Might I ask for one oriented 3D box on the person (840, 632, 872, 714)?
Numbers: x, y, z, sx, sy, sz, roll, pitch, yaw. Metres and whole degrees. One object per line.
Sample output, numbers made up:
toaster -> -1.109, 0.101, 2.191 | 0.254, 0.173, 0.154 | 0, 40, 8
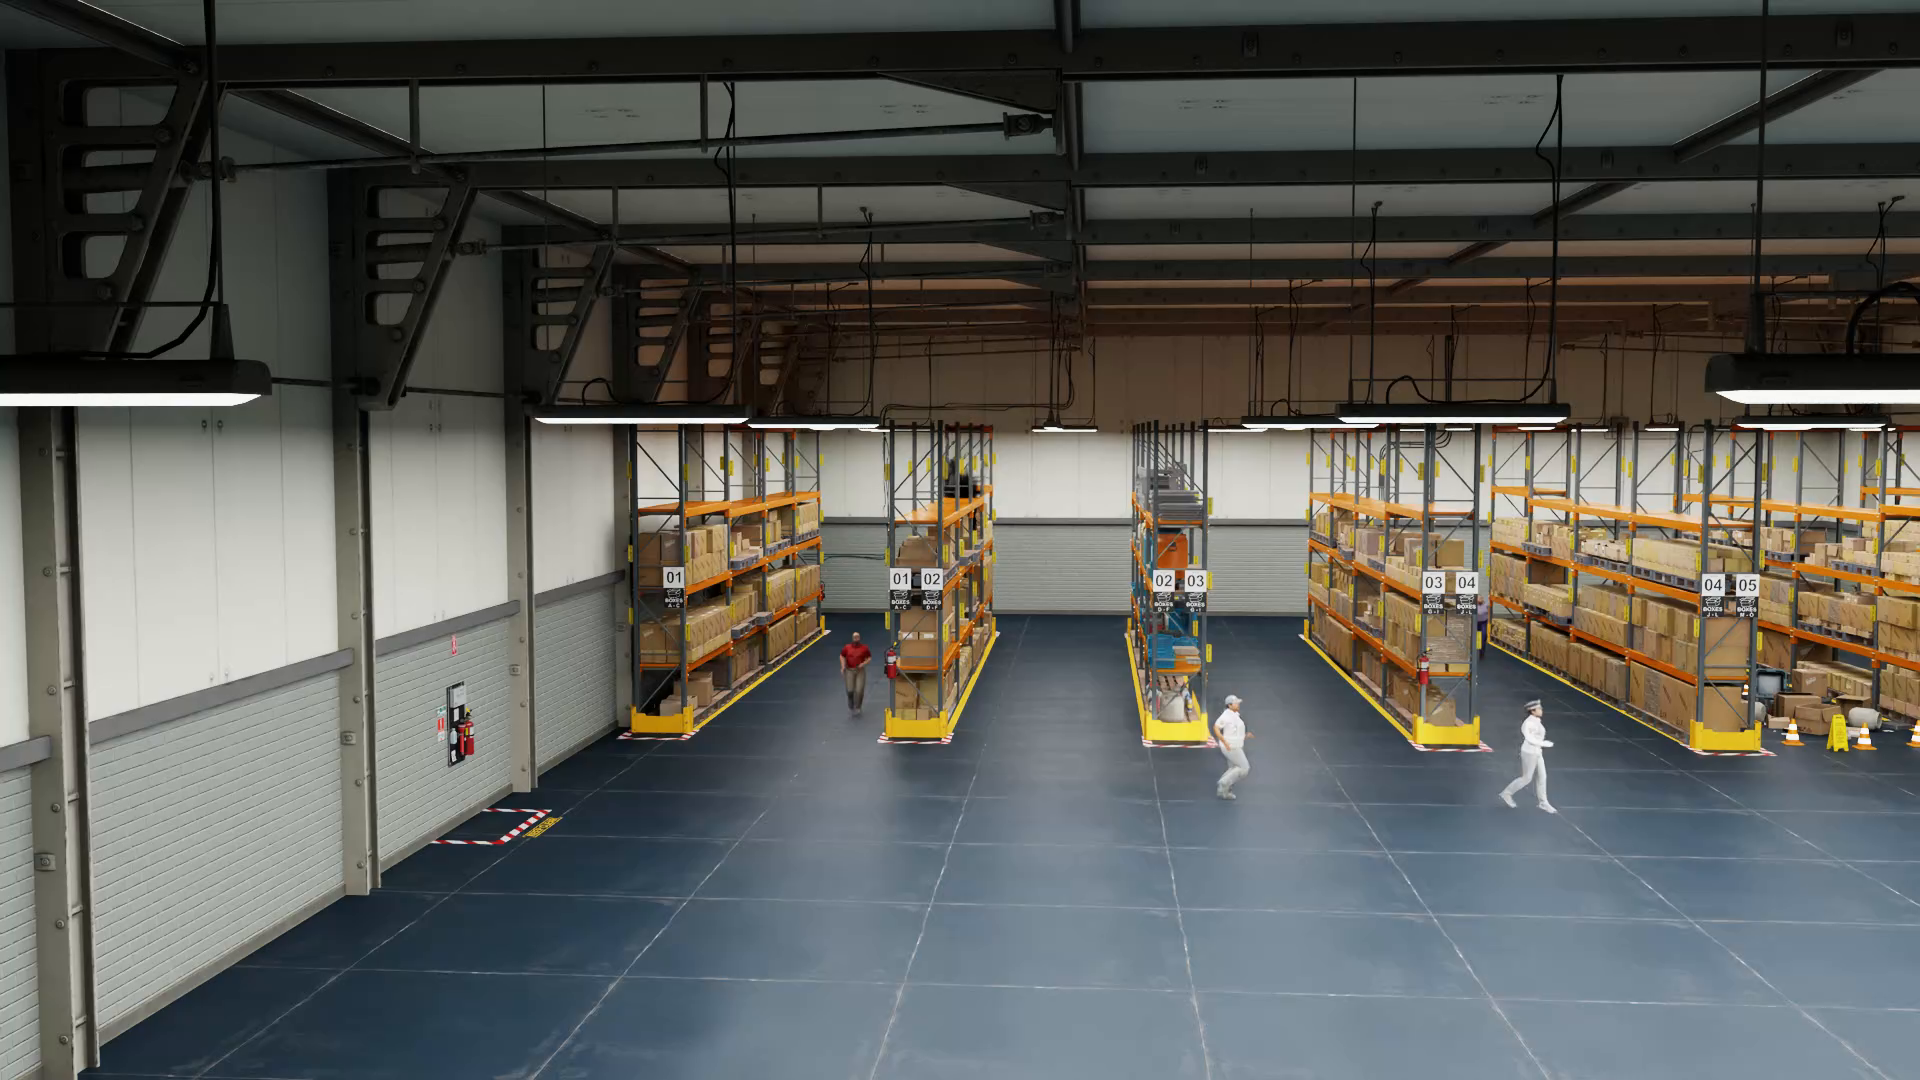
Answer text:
person -> -2.137, 2.730, 34.019 | 0.657, 1.686, 0.590 | 0, 4, -1

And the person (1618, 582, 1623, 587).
person -> 18.739, 1.909, 47.403 | 0.532, 1.637, 0.592 | 1, 4, 9

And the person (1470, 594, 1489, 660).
person -> 13.304, 2.216, 42.687 | 0.627, 1.694, 0.871 | 0, 4, -1

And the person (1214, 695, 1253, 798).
person -> 4.310, 3.251, 26.089 | 0.583, 1.629, 0.592 | 1, 4, 22

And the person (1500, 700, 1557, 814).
person -> 8.671, 3.276, 25.299 | 0.825, 1.718, 0.632 | 2, 4, 30
